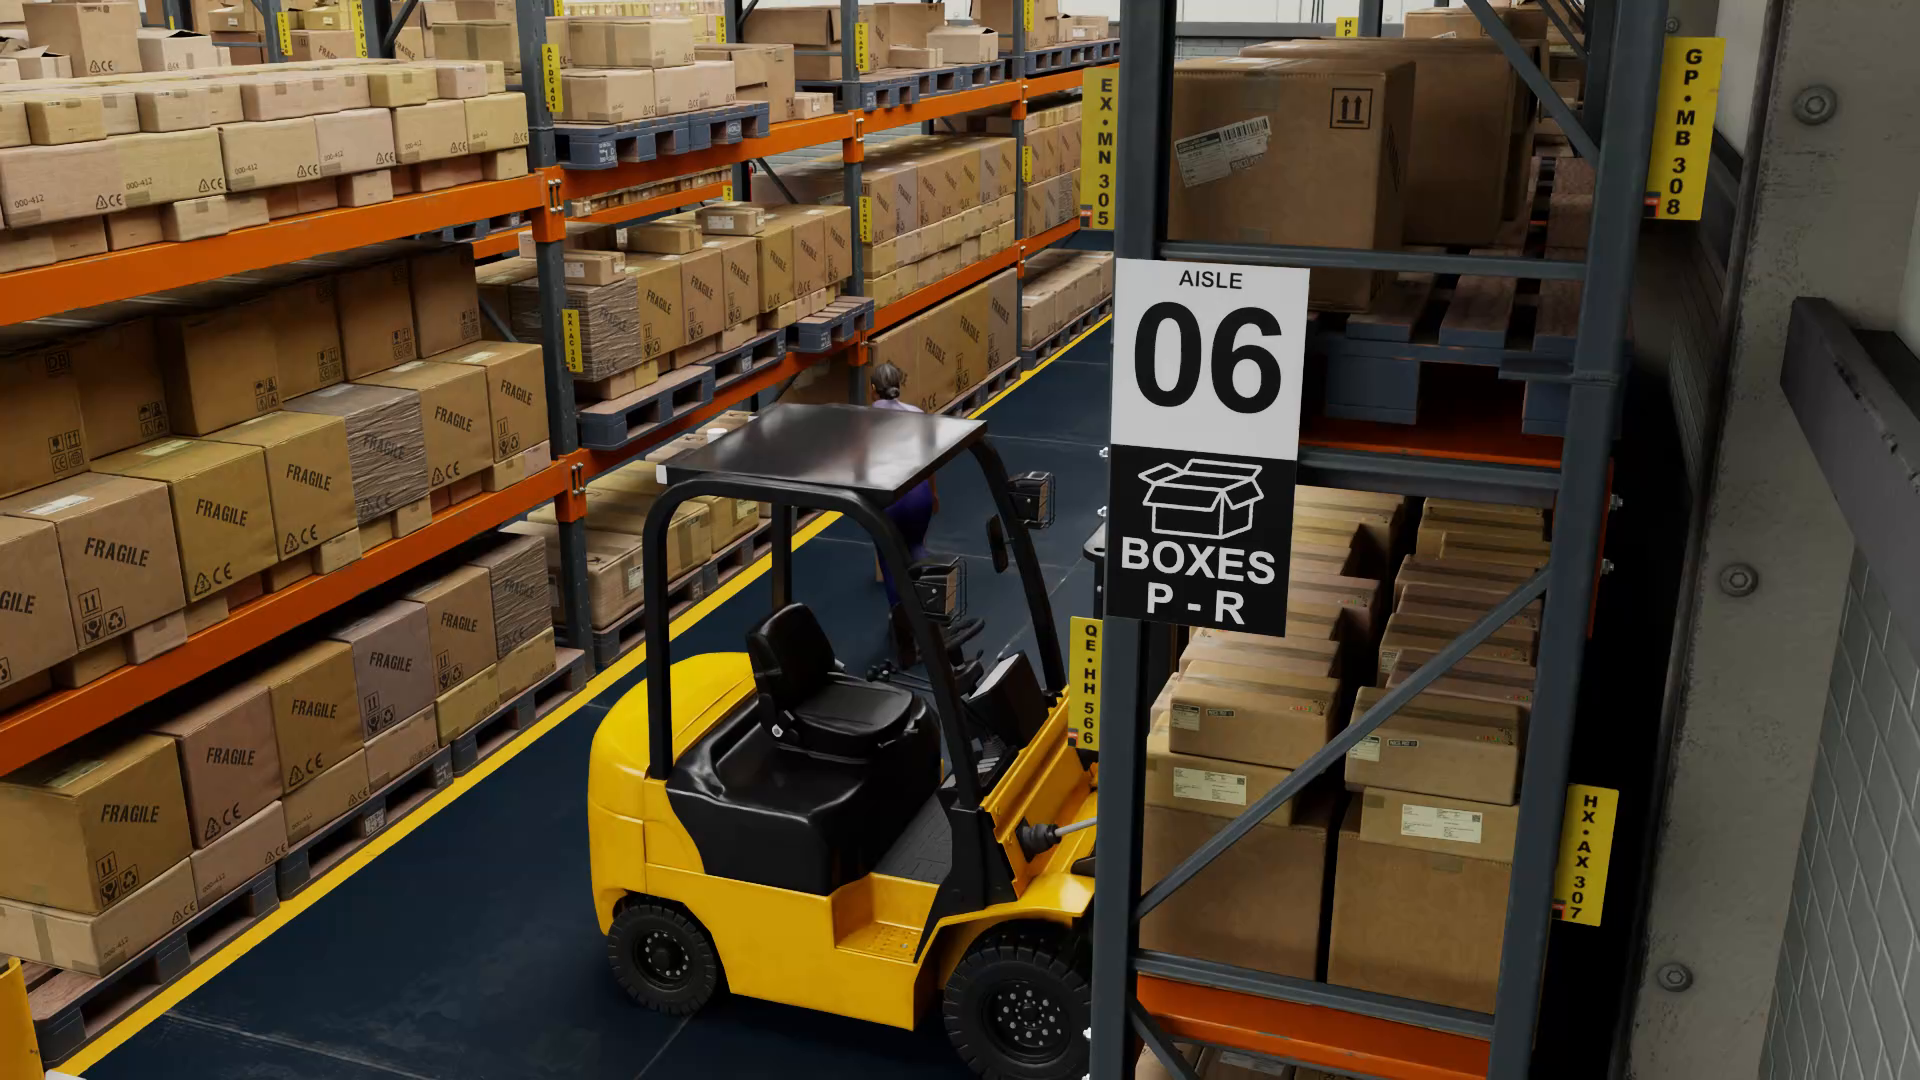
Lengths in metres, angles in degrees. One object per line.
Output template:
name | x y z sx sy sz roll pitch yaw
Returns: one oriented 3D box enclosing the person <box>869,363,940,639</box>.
person | -0.356 -0.215 9.676 0.576 1.638 0.477 -8 20 -23
